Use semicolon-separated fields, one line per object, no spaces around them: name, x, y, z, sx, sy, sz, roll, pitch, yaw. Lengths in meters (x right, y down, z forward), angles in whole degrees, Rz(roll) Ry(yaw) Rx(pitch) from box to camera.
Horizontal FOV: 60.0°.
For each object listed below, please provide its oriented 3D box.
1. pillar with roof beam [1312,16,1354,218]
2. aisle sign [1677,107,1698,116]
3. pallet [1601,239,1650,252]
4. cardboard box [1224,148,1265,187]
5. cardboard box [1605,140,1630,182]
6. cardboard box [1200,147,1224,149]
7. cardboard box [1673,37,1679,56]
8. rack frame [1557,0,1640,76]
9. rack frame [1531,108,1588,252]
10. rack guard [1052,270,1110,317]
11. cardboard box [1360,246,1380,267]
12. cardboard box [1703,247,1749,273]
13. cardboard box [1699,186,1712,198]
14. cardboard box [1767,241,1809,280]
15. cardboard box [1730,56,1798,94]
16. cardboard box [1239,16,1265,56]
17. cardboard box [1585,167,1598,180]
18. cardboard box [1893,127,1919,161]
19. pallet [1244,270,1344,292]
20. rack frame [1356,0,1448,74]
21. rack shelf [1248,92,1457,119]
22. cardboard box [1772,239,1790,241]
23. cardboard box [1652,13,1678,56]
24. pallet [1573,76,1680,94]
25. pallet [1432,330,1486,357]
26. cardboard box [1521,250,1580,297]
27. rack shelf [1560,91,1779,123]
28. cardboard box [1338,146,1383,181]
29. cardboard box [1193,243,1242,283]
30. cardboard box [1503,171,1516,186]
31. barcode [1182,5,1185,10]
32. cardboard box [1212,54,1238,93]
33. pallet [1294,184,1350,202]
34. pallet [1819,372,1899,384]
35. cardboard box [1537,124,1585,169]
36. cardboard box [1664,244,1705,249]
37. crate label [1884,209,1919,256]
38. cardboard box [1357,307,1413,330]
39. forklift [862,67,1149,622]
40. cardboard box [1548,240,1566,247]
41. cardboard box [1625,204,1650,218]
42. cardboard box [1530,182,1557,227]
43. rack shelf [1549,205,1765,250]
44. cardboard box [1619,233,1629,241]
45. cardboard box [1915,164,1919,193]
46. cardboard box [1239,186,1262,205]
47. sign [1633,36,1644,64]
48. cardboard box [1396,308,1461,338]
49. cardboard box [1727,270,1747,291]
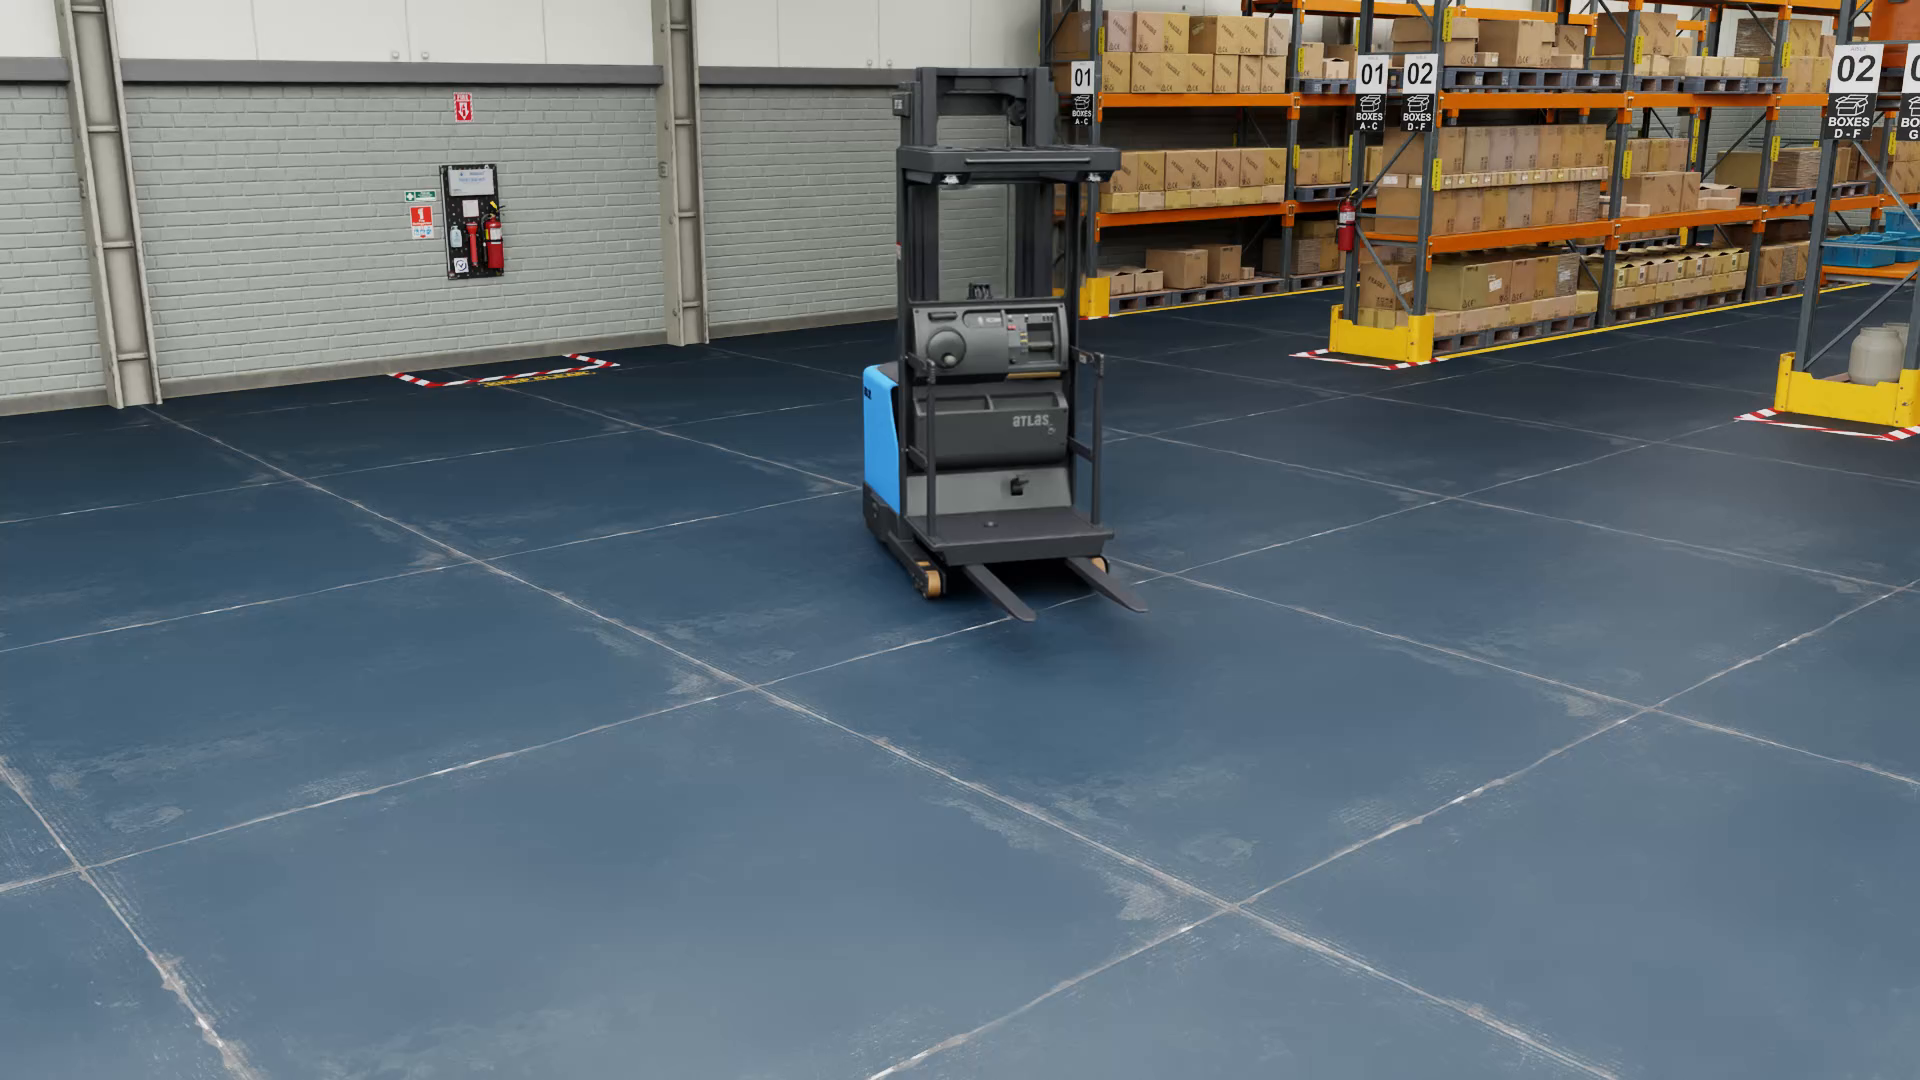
pillar with roof beam;8.719;-7.828;22.618;0.400;9.000;9.100;-13;19;-39
aisle sign;13.728;-8.384;31.289;0.004;0.787;0.394;-13;19;-39
pallet;12.005;-5.471;30.823;1.213;0.211;1.003;-13;19;-39
cardboard box;3.897;-5.215;23.261;0.500;0.500;0.500;-13;20;-40
cardboard box;11.433;-6.853;30.013;0.700;0.700;0.980;-13;20;-41
cardboard box;3.539;-5.315;23.636;0.500;0.500;0.500;-13;20;-40
cardboard box;12.719;-8.905;30.293;0.500;0.500;0.500;-12;19;-38
rack frame;7.678;-7.076;19.805;0.127;3.000;1.000;-13;19;-39
rack frame;10.459;-6.497;29.260;0.127;3.000;1.000;-13;19;-39
rack guard;1.464;-3.269;22.021;0.348;0.500;1.175;-13;19;-39
cardboard box;6.111;-4.538;25.917;0.500;0.500;0.700;-13;20;-40
cardboard box;10.462;-3.864;22.832;0.500;0.311;0.500;-12;19;-38
cardboard box;9.894;-4.699;22.701;0.500;0.311;0.500;-13;20;-40
cardboard box;12.000;-4.056;24.112;0.500;0.500;0.500;-13;20;-40
cardboard box;11.003;-6.434;23.017;0.500;0.500;0.910;-13;19;-39
cardboard box;3.815;-6.899;22.783;0.500;0.500;0.500;-11;19;-36
cardboard box;7.426;-4.410;19.998;0.250;0.149;0.380;-13;20;-41
cardboard box;14.642;-6.177;25.932;0.500;0.500;0.500;-13;20;-41
pallet;5.010;-3.927;25.041;1.213;0.211;1.003;-13;19;-39
rack frame;4.661;-6.399;17.268;0.127;3.000;1.000;-13;19;-39
rack shelf;5.932;-6.582;25.161;4.000;0.370;1.077;-13;19;-39
cardboard box;12.030;-4.242;24.811;0.500;0.500;0.500;-14;20;-41
cardboard box;8.584;-6.318;20.800;0.500;0.500;0.500;-10;18;-34
pallet;8.335;-5.687;20.785;1.217;0.209;0.805;-14;20;-42
pallet;5.210;-2.291;18.917;1.213;0.211;1.003;-13;19;-39
cardboard box;7.087;-3.211;20.021;0.500;0.500;0.500;-13;19;-39
rack shelf;9.187;-5.618;21.553;4.000;0.370;1.077;-13;19;-39
cardboard box;6.168;-5.783;25.542;0.500;0.500;0.700;-13;19;-39
cardboard box;3.667;-3.963;23.765;0.500;0.500;0.500;14;21;43
cardboard box;6.068;-4.105;18.855;0.250;0.149;0.380;-13;20;-40
barcode;3.093;-7.357;22.986;0.075;0.075;0.001;-13;19;-39
cardboard box;3.422;-6.331;22.593;0.500;0.500;0.500;-14;20;-41
pallet;5.096;-5.150;24.590;1.213;0.211;1.003;-13;19;-39
pallet;8.552;-1.347;15.383;1.213;0.211;1.003;-13;19;-39
cardboard box;6.967;-4.691;19.791;0.500;0.500;0.700;-13;20;-39
cardboard box;10.108;-3.969;23.226;0.500;0.311;0.500;-12;19;-38
crate label;9.120;-2.917;15.789;0.616;0.435;0.502;-13;19;-39
cardboard box;4.871;-2.523;18.898;0.500;0.250;0.500;-13;19;-39
forklift;0.241;-1.193;9.537;1.130;2.935;3.031;-4;15;-15
cardboard box;10.054;-5.526;28.977;0.750;0.750;0.750;-12;19;-39
cardboard box;8.481;-4.167;21.024;0.250;0.149;0.380;-13;19;-39
cardboard box;6.573;-3.975;19.625;0.500;0.500;0.700;-12;19;-39
rack shelf;9.187;-4.169;21.940;4.000;0.370;1.077;-13;19;-39
cardboard box;11.860;-5.770;30.568;0.500;0.500;0.700;-12;19;-38
cardboard box;15.040;-5.786;26.407;0.500;0.500;0.500;-13;20;-40
cardboard box;3.884;-4.857;23.372;0.500;0.250;0.500;-13;19;-39
sign;8.044;-5.807;19.711;0.005;0.325;0.100;-13;19;-39
cardboard box;5.211;-2.422;18.521;0.500;0.250;0.500;-13;19;-39
cardboard box;10.459;-3.593;22.905;0.500;0.250;0.500;-12;19;-38
